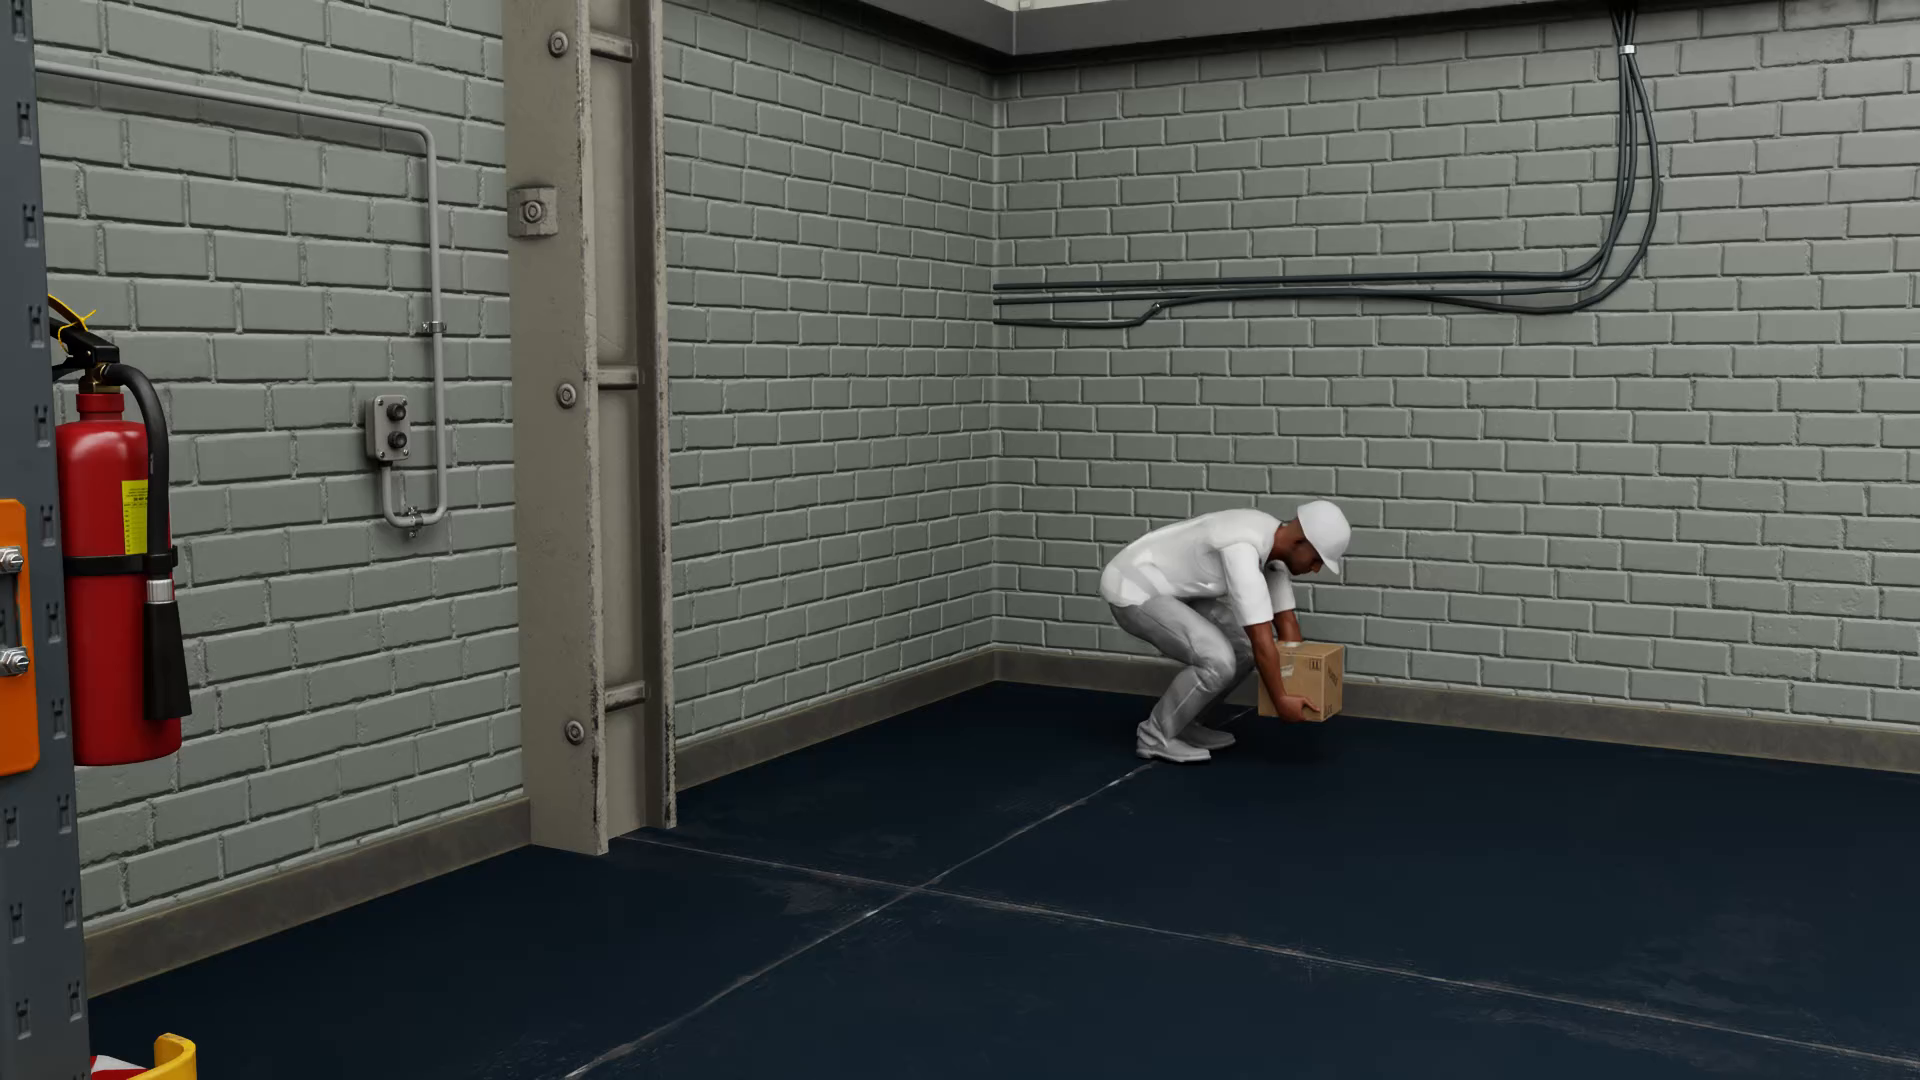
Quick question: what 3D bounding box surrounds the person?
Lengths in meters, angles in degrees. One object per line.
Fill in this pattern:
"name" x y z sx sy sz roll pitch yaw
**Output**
"person" 1.021 0.339 6.420 0.944 1.013 0.534 3 7 26
